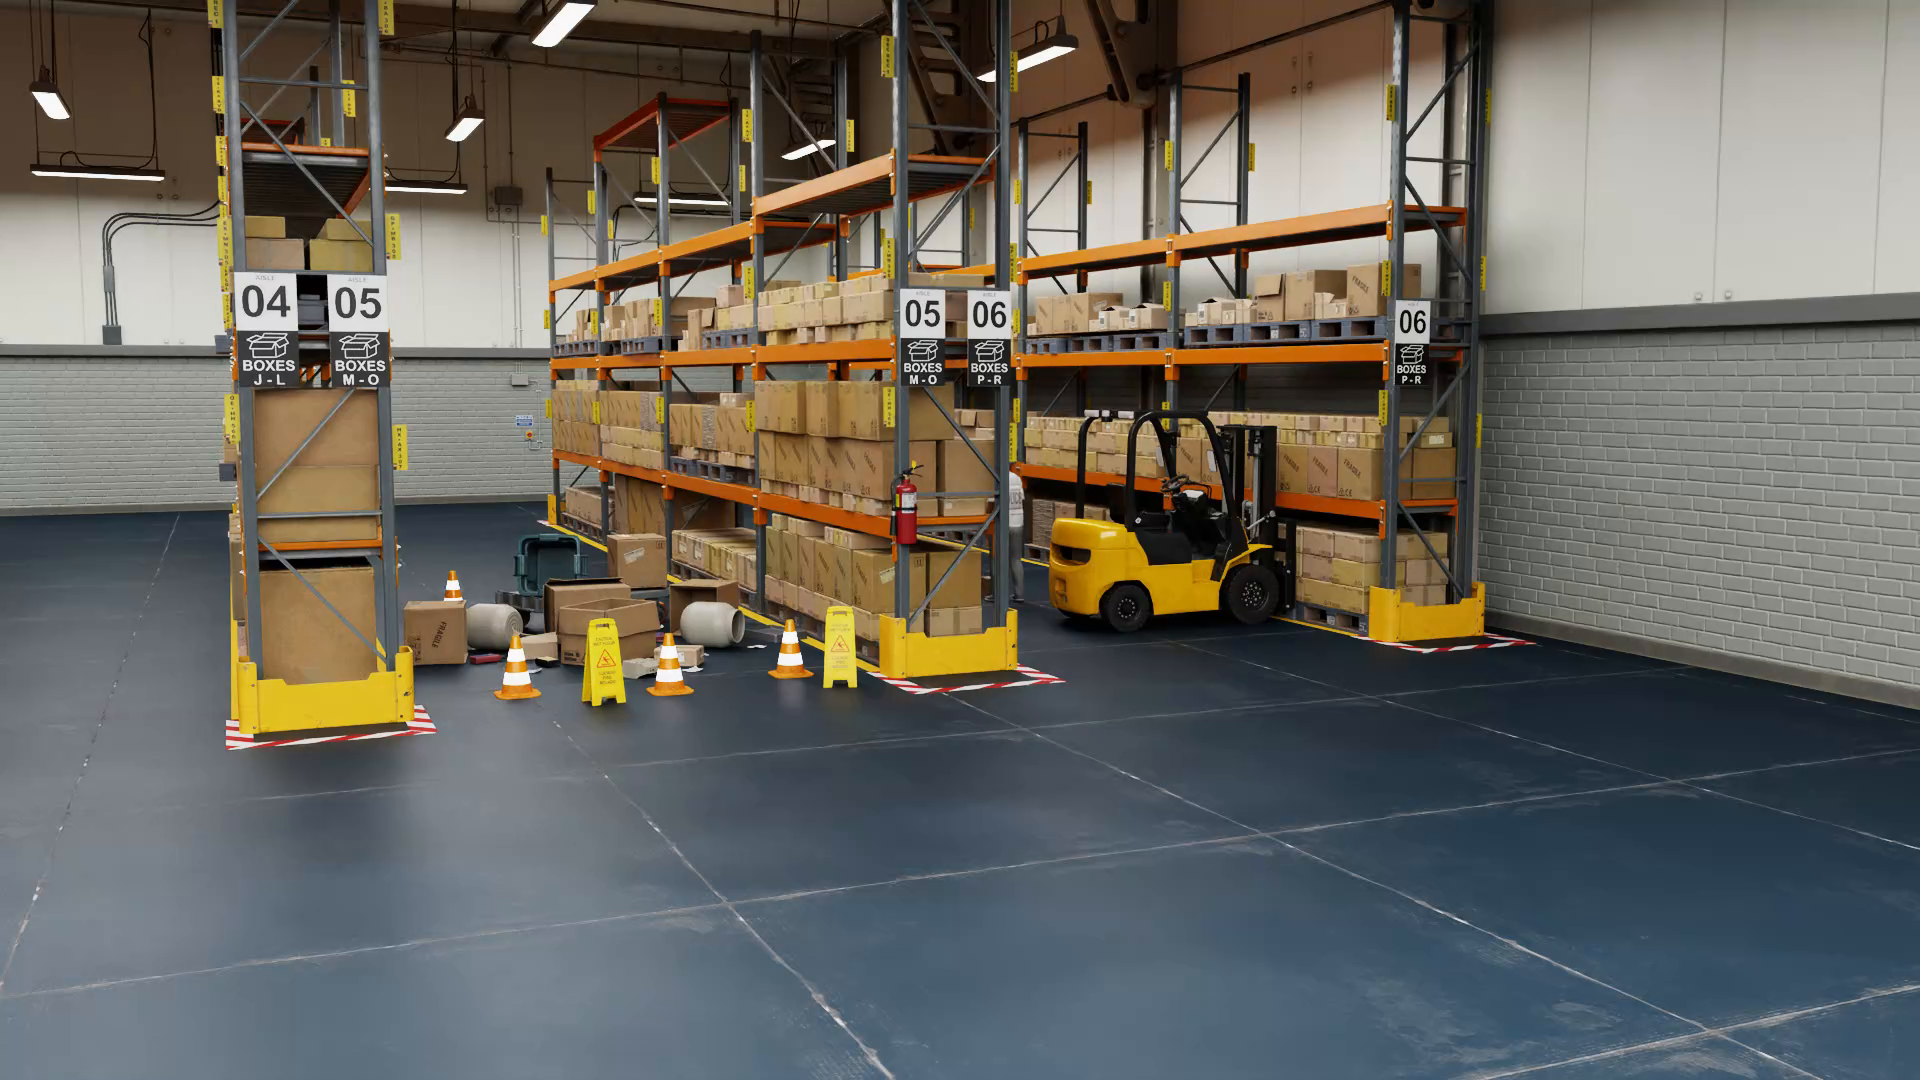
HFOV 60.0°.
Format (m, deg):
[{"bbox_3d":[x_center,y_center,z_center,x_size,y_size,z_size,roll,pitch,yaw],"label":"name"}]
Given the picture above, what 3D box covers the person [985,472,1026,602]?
[{"bbox_3d":[0.495,-0.136,18.437,0.513,1.656,0.426,-3,6,-26],"label":"person"}]
